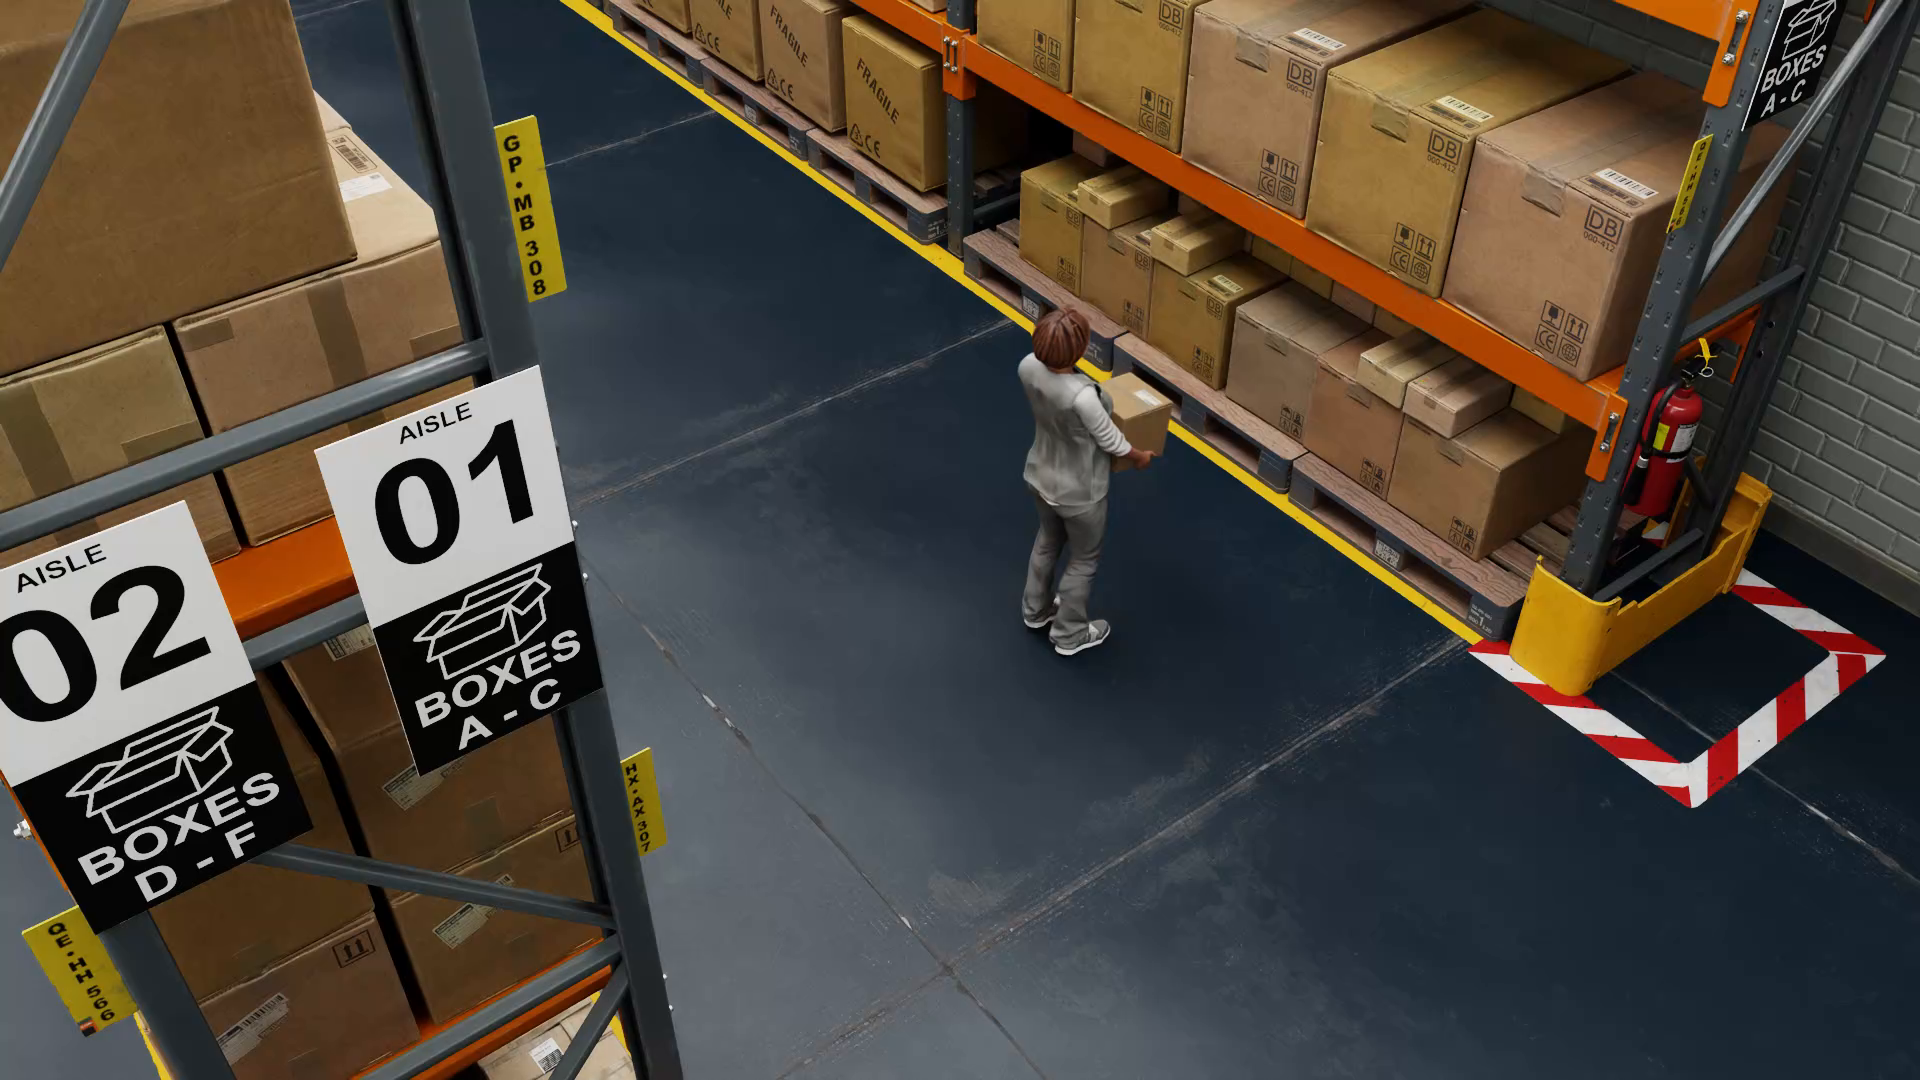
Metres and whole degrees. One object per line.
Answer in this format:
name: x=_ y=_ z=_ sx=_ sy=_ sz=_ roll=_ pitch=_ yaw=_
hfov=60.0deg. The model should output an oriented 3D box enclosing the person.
person: x=0.480 y=-0.255 z=6.464 sx=0.495 sy=1.588 sz=0.406 roll=-26 pitch=47 yaw=-27
